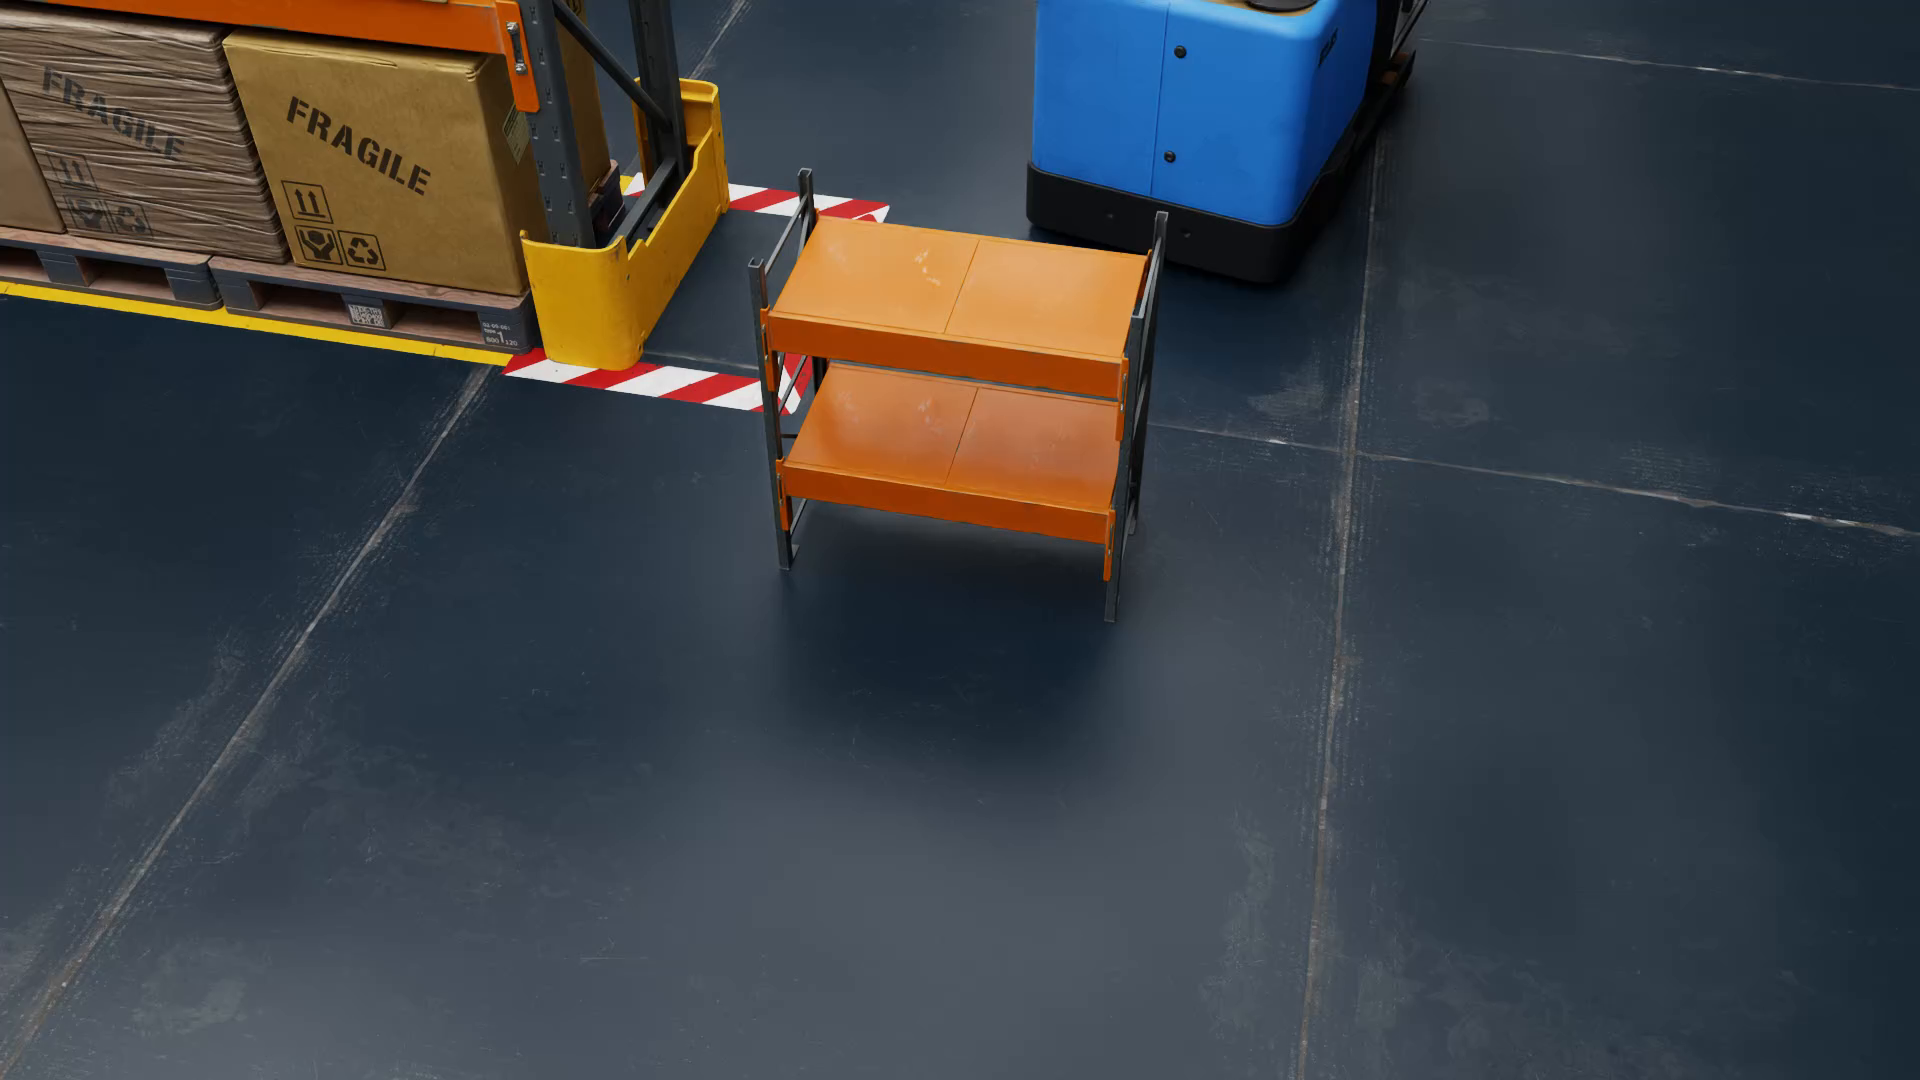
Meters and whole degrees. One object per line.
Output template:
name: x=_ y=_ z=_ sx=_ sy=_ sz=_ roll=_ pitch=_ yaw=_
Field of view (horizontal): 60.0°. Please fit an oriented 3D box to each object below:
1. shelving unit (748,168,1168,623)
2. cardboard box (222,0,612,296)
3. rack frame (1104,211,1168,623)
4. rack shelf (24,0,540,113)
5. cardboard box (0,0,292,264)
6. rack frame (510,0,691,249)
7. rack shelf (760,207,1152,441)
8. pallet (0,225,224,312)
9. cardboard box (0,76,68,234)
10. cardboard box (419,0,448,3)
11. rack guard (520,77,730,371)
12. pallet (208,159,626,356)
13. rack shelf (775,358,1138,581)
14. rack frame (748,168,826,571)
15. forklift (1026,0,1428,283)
shelving unit: x=0.007 y=-0.404 z=4.859 sx=1.048 sy=1.125 sz=0.538 roll=9 pitch=45 yaw=9
cardboard box: x=-1.866 y=-1.522 z=5.898 sx=0.875 sy=0.875 sz=0.875 roll=9 pitch=45 yaw=9
rack frame: x=0.503 y=-0.327 z=4.779 sx=0.032 sy=1.125 sz=0.500 roll=9 pitch=45 yaw=9
rack shelf: x=-3.175 y=-2.137 z=5.826 sx=4.000 sy=0.370 sz=1.077 roll=9 pitch=45 yaw=9
cardboard box: x=-2.754 y=-1.660 z=6.041 sx=0.875 sy=0.875 sz=0.875 roll=9 pitch=45 yaw=9
rack frame: x=-1.224 y=-2.094 z=5.262 sx=0.127 sy=3.000 sz=1.000 roll=9 pitch=45 yaw=9
rack shelf: x=0.007 y=-0.615 z=4.656 sx=1.000 sy=0.278 sz=0.538 roll=9 pitch=45 yaw=9
pallet: x=-3.208 y=-1.343 z=6.493 sx=1.213 sy=0.211 sz=1.003 roll=9 pitch=45 yaw=9
cardboard box: x=-3.622 y=-1.795 z=6.181 sx=0.875 sy=0.875 sz=0.875 roll=9 pitch=45 yaw=9
cardboard box: x=-1.643 y=-1.834 z=5.174 sx=0.250 sy=0.149 sz=0.380 roll=10 pitch=45 yaw=10
rack guard: x=-1.200 y=-1.189 z=6.125 sx=0.348 sy=0.500 sz=1.175 roll=9 pitch=45 yaw=9
pallet: x=-2.021 y=-1.157 z=6.300 sx=1.213 sy=0.211 sz=1.003 roll=9 pitch=45 yaw=9
rack shelf: x=0.007 y=-0.228 z=5.028 sx=1.000 sy=0.278 sz=0.538 roll=9 pitch=45 yaw=9
rack frame: x=-0.489 y=-0.481 z=4.939 sx=0.032 sy=1.125 sz=0.500 roll=9 pitch=45 yaw=9
forklift: x=1.341 y=-3.030 z=6.285 sx=1.130 sy=2.935 sz=3.031 roll=18 pitch=47 yaw=18
